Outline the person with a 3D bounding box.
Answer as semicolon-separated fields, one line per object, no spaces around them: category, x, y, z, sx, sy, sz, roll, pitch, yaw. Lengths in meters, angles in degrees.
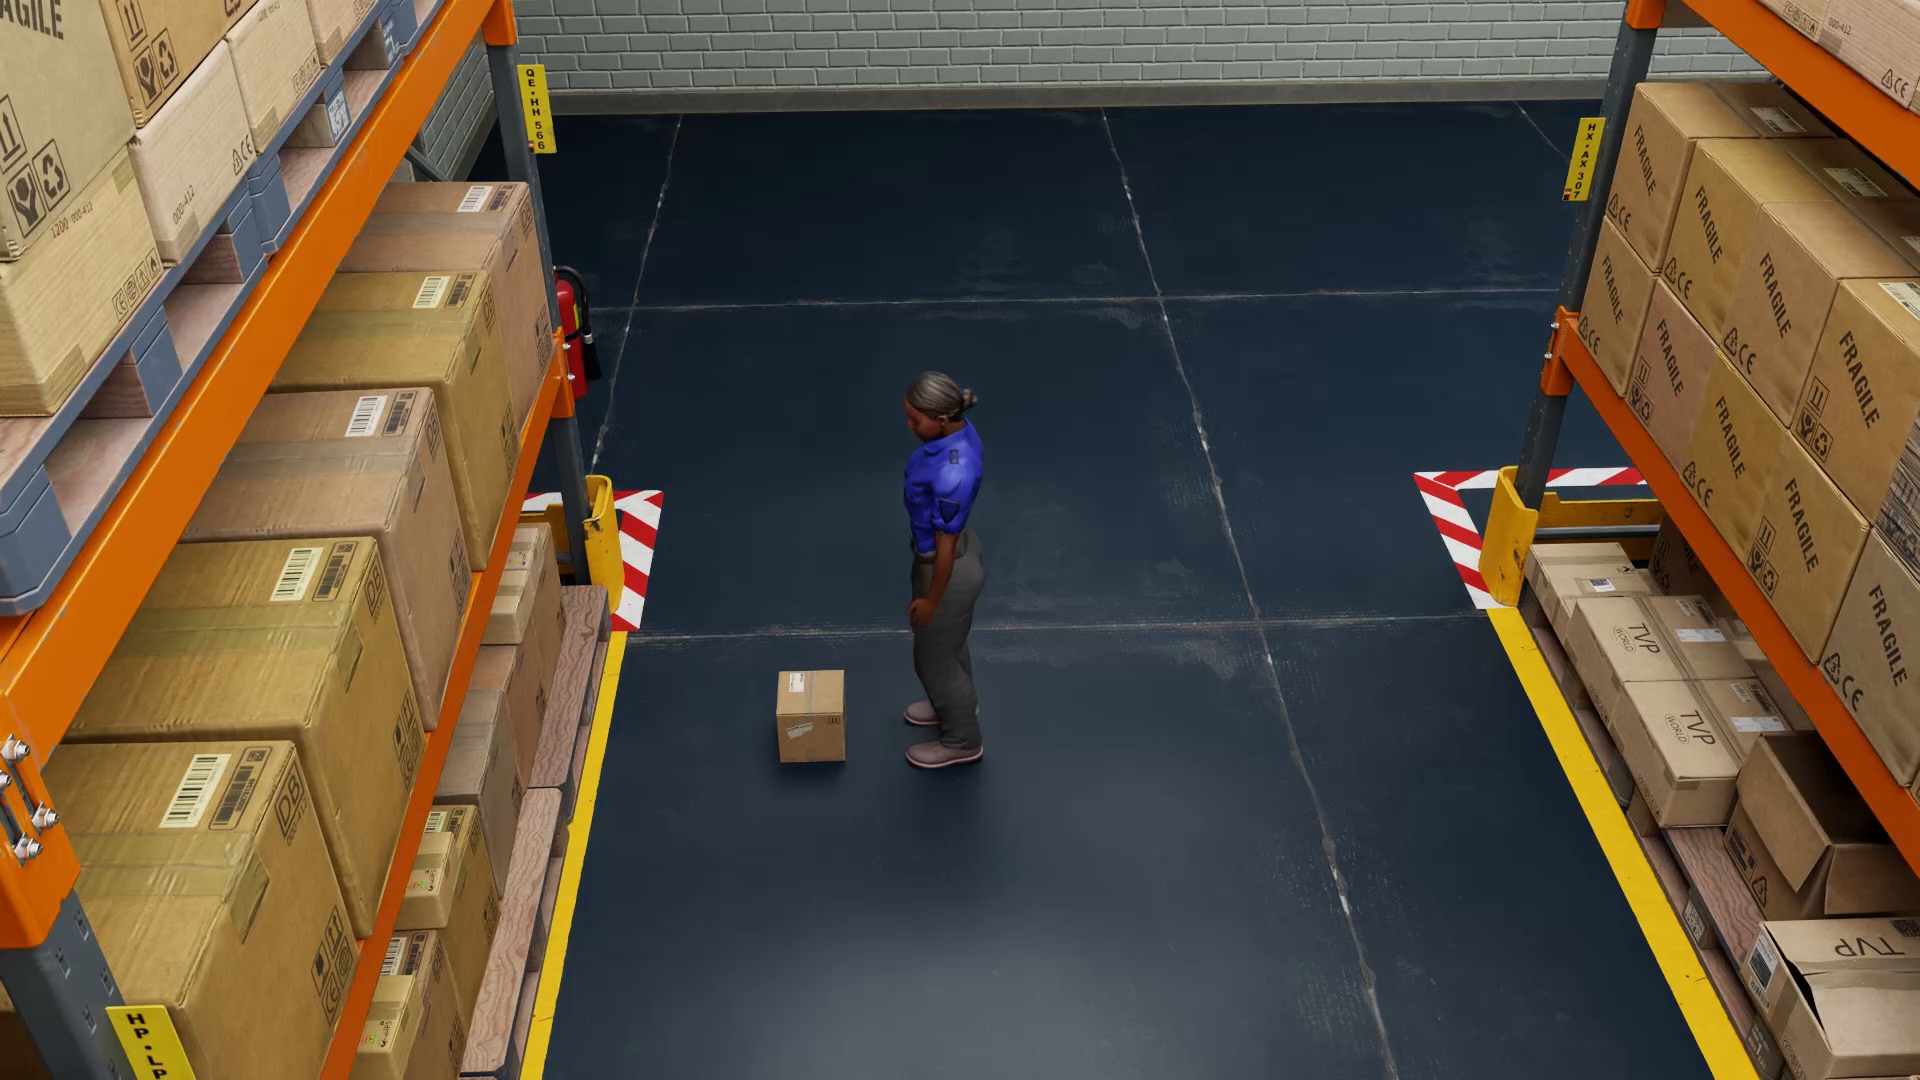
person;-0.064;0.122;6.002;0.305;1.639;0.440;-1;35;-1
